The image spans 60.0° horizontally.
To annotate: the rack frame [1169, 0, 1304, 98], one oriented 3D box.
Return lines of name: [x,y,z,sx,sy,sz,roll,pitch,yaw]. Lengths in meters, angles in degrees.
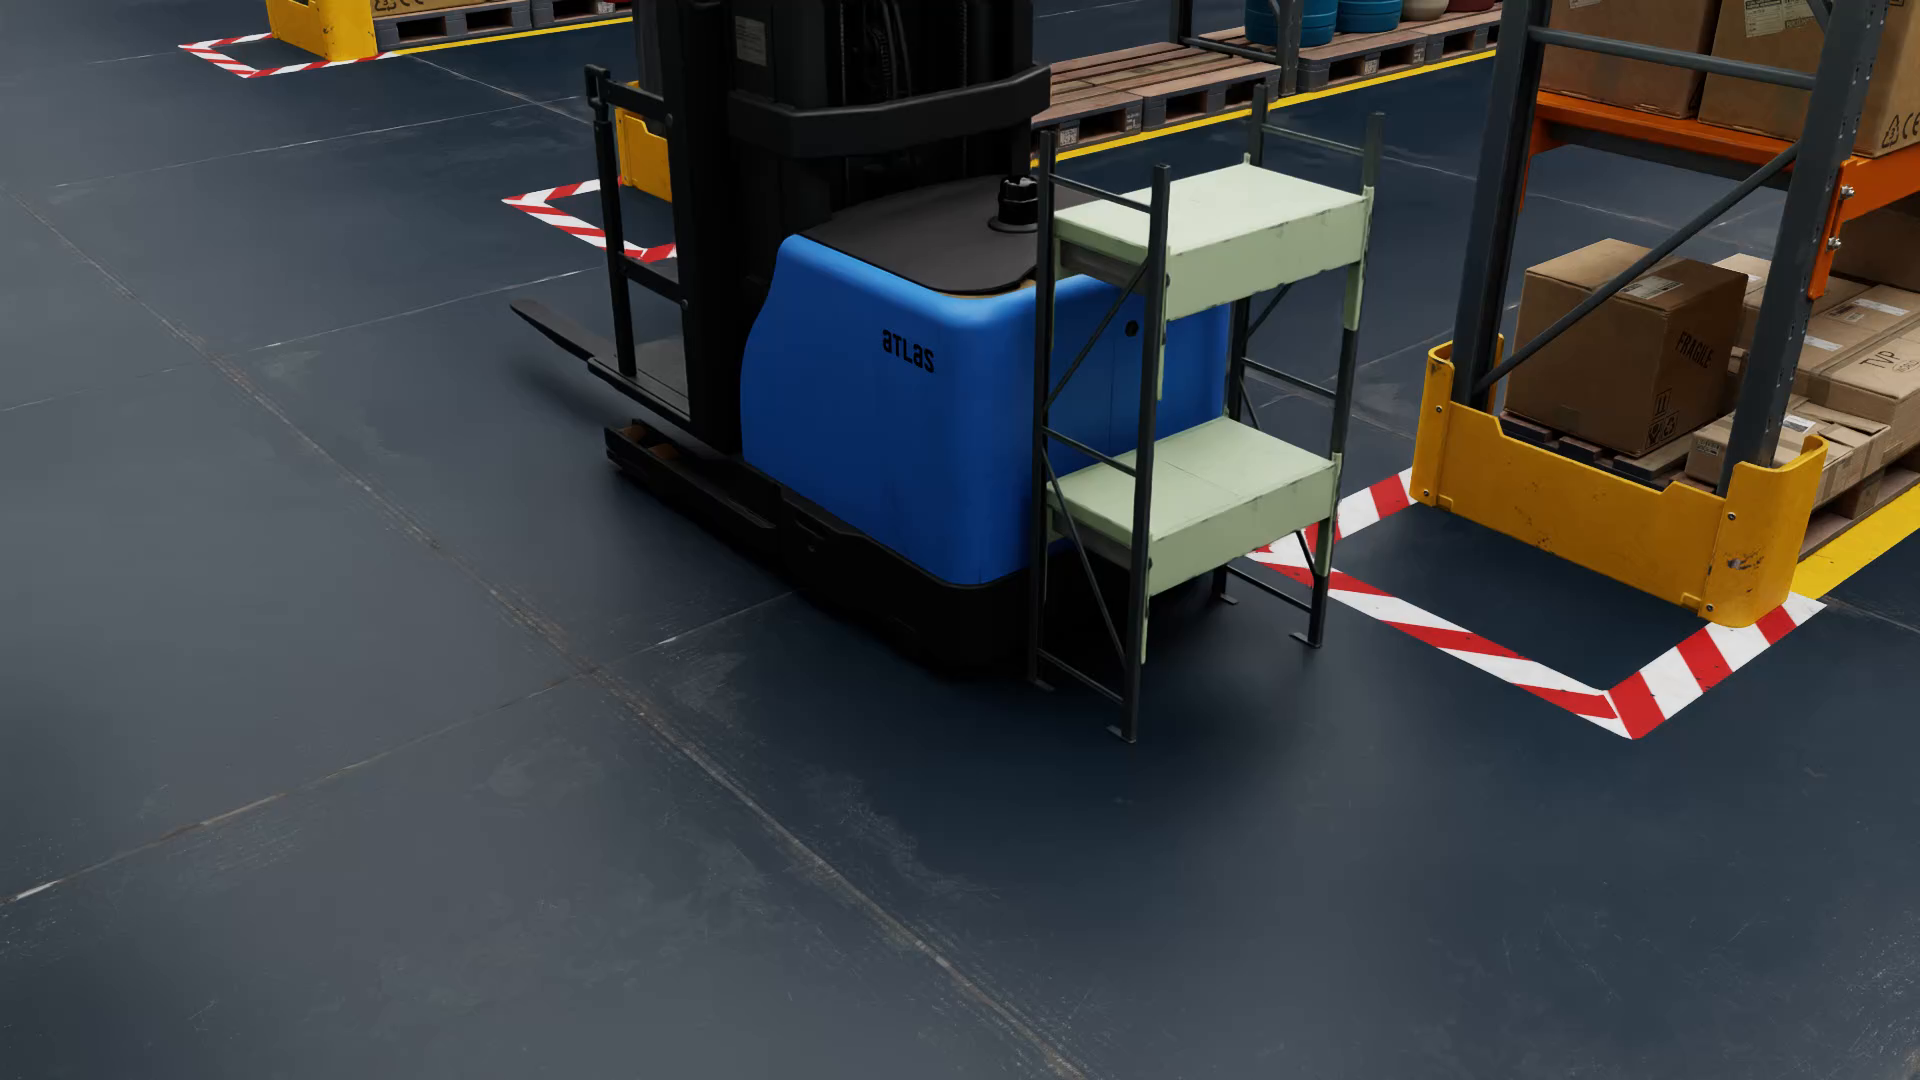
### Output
rack frame: [1.750,-4.297,10.107,0.127,3.000,1.000,-22,35,-35]

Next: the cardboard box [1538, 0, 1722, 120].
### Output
cardboard box: [2.084,-1.574,4.908,0.500,0.500,0.500,-21,34,-33]

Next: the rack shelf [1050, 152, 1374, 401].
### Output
rack shelf: [0.601,-0.664,4.073,0.720,0.370,0.431,-21,35,-34]

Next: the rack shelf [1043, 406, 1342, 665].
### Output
rack shelf: [0.601,-0.032,4.411,0.720,0.370,0.431,-21,35,-34]

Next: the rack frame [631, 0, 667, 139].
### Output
rack frame: [-1.293,-3.073,7.818,0.127,3.000,1.000,-22,35,-35]

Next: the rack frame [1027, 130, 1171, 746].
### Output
rack frame: [0.318,-0.210,4.052,0.023,1.500,0.400,-21,35,-34]

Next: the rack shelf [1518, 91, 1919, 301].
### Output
rack shelf: [3.441,-1.590,5.807,4.000,0.370,1.077,-22,35,-35]

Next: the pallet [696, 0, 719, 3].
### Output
pallet: [-2.093,-4.638,13.705,1.213,0.211,1.003,-22,35,-35]

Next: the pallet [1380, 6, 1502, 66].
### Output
pallet: [3.293,-3.663,11.881,1.213,0.211,1.003,-22,35,-35]

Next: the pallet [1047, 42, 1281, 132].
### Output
pallet: [1.216,-2.828,10.318,1.213,0.211,1.003,-22,35,-35]

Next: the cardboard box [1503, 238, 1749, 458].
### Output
cardboard box: [2.173,-0.642,5.454,0.500,0.500,0.500,-22,35,-35]

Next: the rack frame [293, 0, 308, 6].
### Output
rack frame: [-4.507,-4.849,11.141,0.127,3.000,1.000,-22,35,-35]

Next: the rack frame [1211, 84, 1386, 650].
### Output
rack frame: [0.883,-0.429,4.462,0.023,1.500,0.400,-21,35,-34]

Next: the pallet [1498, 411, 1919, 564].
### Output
pallet: [2.583,-0.333,5.650,1.213,0.211,1.003,-22,35,-35]

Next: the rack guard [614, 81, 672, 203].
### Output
rack guard: [-1.302,-1.959,8.384,0.348,0.500,1.175,-22,35,-35]

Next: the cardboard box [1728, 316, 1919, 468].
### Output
cardboard box: [2.898,-0.495,5.444,0.500,0.250,0.500,-22,35,-35]

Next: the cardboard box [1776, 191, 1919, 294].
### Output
cardboard box: [3.537,-1.036,6.188,0.637,0.503,0.797,-22,35,-35]

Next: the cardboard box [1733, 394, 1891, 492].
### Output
cardboard box: [2.651,-0.322,5.208,0.250,0.166,0.380,-22,35,-35]

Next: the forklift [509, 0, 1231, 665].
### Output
forklift: [-0.551,-1.579,5.095,1.130,2.935,3.031,-21,35,-34]

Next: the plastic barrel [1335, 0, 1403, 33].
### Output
plastic barrel: [2.714,-3.933,11.208,0.708,0.901,0.600,-22,35,-35]

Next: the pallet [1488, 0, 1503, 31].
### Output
pallet: [4.221,-4.034,12.575,1.213,0.211,1.003,-22,35,-35]

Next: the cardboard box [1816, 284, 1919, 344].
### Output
cardboard box: [3.278,-0.648,5.730,0.500,0.250,0.500,-22,35,-35]

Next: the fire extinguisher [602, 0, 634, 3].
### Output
fire extinguisher: [-1.702,-2.991,8.142,0.183,0.674,0.296,-22,35,-35]

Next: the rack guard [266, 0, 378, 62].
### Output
rack guard: [-4.525,-3.739,11.716,0.348,0.500,1.175,-22,35,-35]

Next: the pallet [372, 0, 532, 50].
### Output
pallet: [-3.950,-3.892,12.308,1.213,0.211,1.003,-22,35,-35]

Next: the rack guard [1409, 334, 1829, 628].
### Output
rack guard: [1.977,-0.217,5.125,0.348,0.500,1.175,-22,35,-35]

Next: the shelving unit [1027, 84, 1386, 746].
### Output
shelving unit: [0.601,-0.320,4.257,0.755,1.500,0.431,-21,35,-34]

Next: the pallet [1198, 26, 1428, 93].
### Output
pallet: [2.365,-3.288,11.178,1.213,0.211,1.003,-22,35,-35]

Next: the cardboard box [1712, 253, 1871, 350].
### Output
cardboard box: [2.916,-0.812,6.037,0.500,0.250,0.500,-22,35,-35]

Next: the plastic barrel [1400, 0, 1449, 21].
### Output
plastic barrel: [3.202,-3.902,11.563,0.421,0.512,0.421,0,28,0]

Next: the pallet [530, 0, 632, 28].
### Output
pallet: [-3.022,-4.263,13.003,1.213,0.211,1.003,-22,35,-35]

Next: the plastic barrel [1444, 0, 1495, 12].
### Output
plastic barrel: [3.573,-4.141,11.929,0.708,0.588,0.600,-22,35,-35]

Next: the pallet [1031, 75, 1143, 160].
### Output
pallet: [0.288,-2.453,9.616,1.213,0.211,1.003,-22,35,-35]

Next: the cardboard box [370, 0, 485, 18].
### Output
cardboard box: [-4.072,-4.322,11.963,0.875,0.875,0.875,-22,35,-35]

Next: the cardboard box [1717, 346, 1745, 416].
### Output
cardboard box: [2.540,-0.586,5.704,0.250,0.166,0.380,-22,35,-35]

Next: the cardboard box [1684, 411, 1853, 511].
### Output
cardboard box: [2.461,-0.237,5.070,0.250,0.149,0.380,-22,35,-35]

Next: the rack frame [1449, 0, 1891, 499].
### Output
rack frame: [1.920,-1.296,4.492,0.127,3.000,1.000,-22,35,-35]

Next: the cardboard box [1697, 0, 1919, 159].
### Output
cardboard box: [2.428,-1.381,4.546,0.500,0.500,0.500,-21,35,-34]

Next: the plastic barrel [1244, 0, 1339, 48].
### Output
plastic barrel: [2.175,-3.717,10.803,0.708,0.901,0.600,-22,35,-35]

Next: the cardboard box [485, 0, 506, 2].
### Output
cardboard box: [-3.380,-4.600,12.484,0.875,0.875,0.875,-22,35,-35]
